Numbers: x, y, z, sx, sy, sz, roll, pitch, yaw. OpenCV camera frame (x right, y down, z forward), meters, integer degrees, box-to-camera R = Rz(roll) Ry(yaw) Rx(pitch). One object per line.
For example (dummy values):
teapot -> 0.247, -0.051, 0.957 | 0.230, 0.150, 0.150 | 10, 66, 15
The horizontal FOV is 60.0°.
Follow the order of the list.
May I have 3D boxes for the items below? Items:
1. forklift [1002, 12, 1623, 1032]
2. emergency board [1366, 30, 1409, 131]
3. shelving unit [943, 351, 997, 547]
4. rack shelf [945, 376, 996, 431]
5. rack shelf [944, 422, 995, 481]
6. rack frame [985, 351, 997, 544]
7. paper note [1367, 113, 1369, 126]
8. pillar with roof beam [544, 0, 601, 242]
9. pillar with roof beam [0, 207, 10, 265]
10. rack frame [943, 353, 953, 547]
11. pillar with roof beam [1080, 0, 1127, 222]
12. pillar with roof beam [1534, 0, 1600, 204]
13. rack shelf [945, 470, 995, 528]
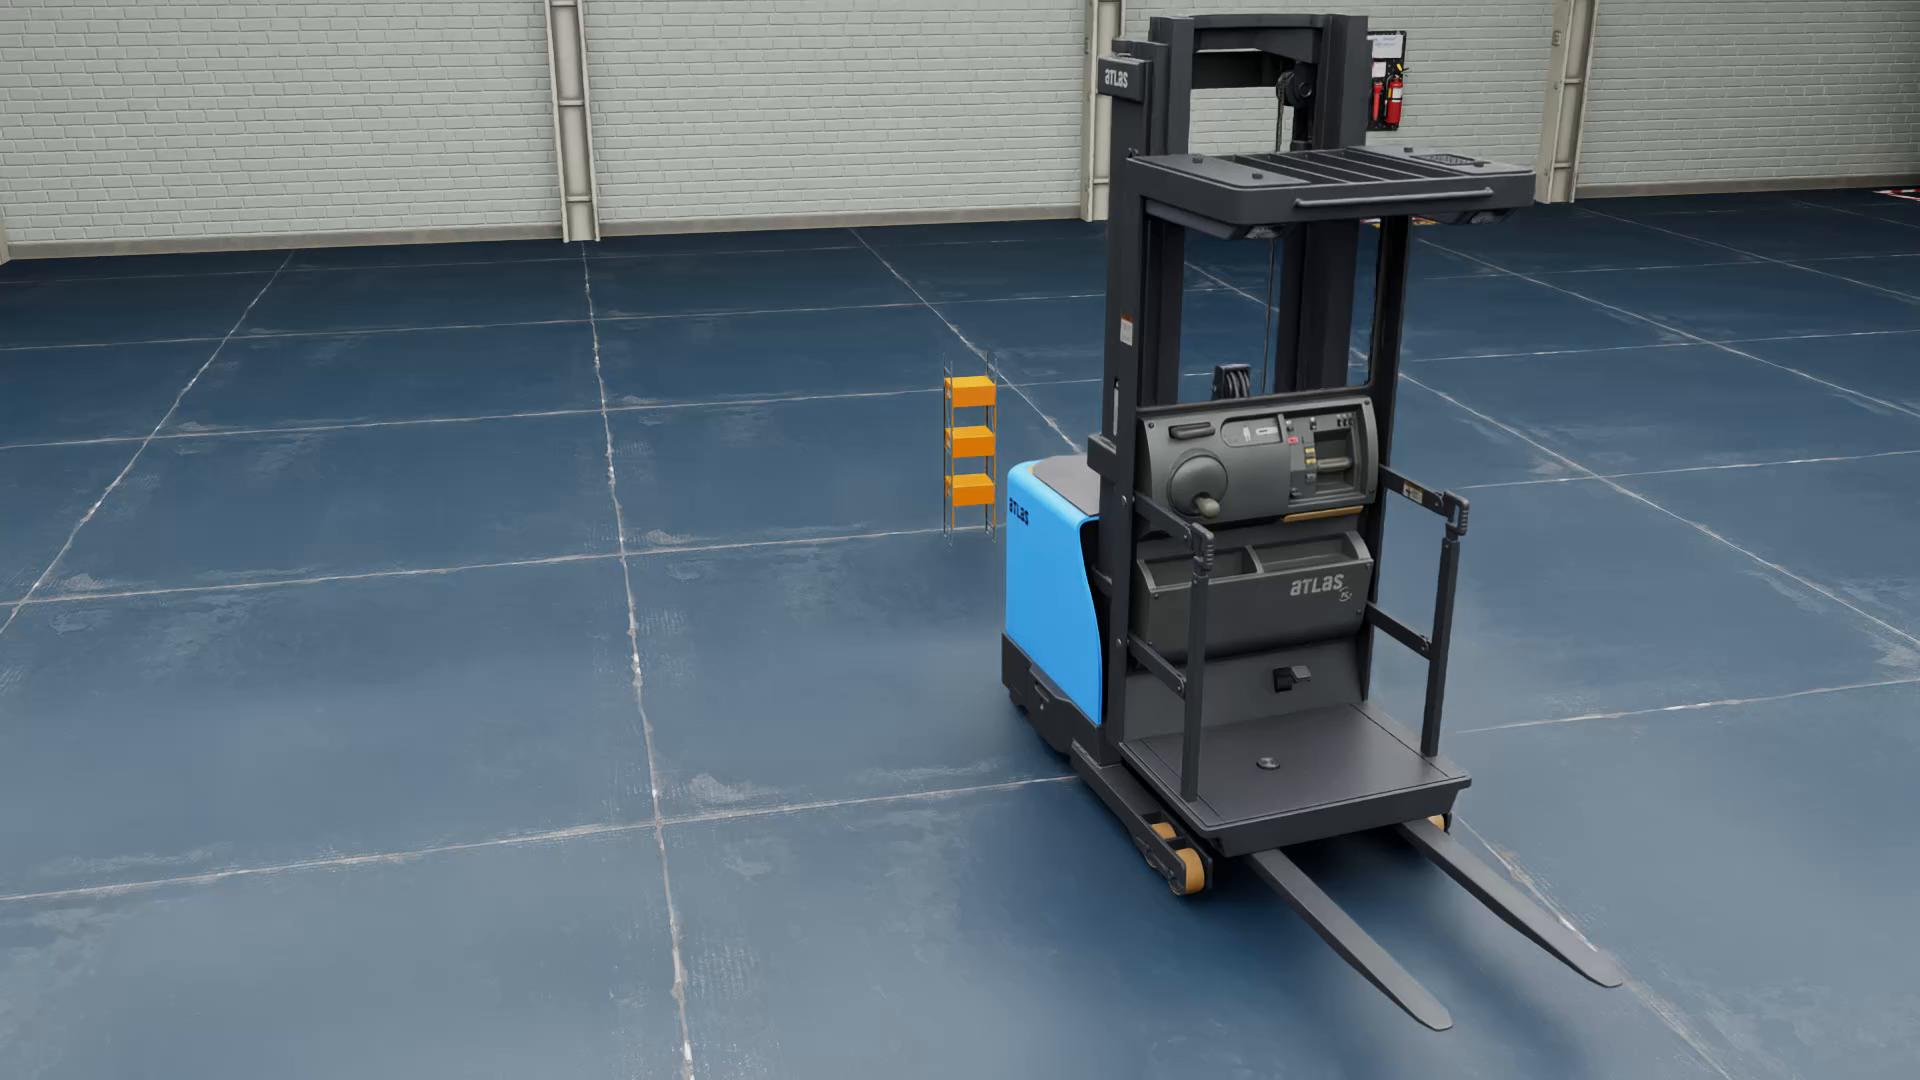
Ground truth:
forklift -> 1.169, -0.279, 5.815 | 1.130, 2.935, 3.031 | -7, 21, -19
emergency board -> 5.079, -5.504, 19.978 | 0.643, 1.169, 0.194 | -5, 21, -12
shelving unit -> 0.052, -0.497, 9.146 | 0.252, 1.050, 0.215 | -5, 21, -12
rack shelf -> 0.052, -0.754, 9.052 | 0.240, 0.259, 0.215 | -5, 21, -12
rack shelf -> 0.052, -0.487, 9.149 | 0.240, 0.259, 0.215 | -5, 21, -12
rack frame -> 0.171, -0.507, 9.172 | 0.008, 1.050, 0.200 | -5, 21, -12
paper note -> 4.891, -5.099, 20.154 | 0.142, 0.148, 0.016 | -5, 21, -12
pillar with roof beam -> -3.195, -6.113, 12.918 | 0.400, 9.000, 9.100 | -5, 21, -12
pillar with roof beam -> -9.034, -5.638, 11.622 | 0.400, 9.000, 9.100 | -5, 21, -12
rack frame -> -0.067, -0.488, 9.119 | 0.008, 1.050, 0.200 | -5, 21, -12
pillar with roof beam -> 2.644, -6.587, 14.215 | 0.400, 9.000, 9.100 | -5, 21, -12
pillar with roof beam -> 8.483, -7.062, 15.511 | 0.400, 9.000, 9.100 | -5, 21, -12
rack shelf -> 0.052, -0.226, 9.245 | 0.240, 0.259, 0.215 | -5, 21, -12
